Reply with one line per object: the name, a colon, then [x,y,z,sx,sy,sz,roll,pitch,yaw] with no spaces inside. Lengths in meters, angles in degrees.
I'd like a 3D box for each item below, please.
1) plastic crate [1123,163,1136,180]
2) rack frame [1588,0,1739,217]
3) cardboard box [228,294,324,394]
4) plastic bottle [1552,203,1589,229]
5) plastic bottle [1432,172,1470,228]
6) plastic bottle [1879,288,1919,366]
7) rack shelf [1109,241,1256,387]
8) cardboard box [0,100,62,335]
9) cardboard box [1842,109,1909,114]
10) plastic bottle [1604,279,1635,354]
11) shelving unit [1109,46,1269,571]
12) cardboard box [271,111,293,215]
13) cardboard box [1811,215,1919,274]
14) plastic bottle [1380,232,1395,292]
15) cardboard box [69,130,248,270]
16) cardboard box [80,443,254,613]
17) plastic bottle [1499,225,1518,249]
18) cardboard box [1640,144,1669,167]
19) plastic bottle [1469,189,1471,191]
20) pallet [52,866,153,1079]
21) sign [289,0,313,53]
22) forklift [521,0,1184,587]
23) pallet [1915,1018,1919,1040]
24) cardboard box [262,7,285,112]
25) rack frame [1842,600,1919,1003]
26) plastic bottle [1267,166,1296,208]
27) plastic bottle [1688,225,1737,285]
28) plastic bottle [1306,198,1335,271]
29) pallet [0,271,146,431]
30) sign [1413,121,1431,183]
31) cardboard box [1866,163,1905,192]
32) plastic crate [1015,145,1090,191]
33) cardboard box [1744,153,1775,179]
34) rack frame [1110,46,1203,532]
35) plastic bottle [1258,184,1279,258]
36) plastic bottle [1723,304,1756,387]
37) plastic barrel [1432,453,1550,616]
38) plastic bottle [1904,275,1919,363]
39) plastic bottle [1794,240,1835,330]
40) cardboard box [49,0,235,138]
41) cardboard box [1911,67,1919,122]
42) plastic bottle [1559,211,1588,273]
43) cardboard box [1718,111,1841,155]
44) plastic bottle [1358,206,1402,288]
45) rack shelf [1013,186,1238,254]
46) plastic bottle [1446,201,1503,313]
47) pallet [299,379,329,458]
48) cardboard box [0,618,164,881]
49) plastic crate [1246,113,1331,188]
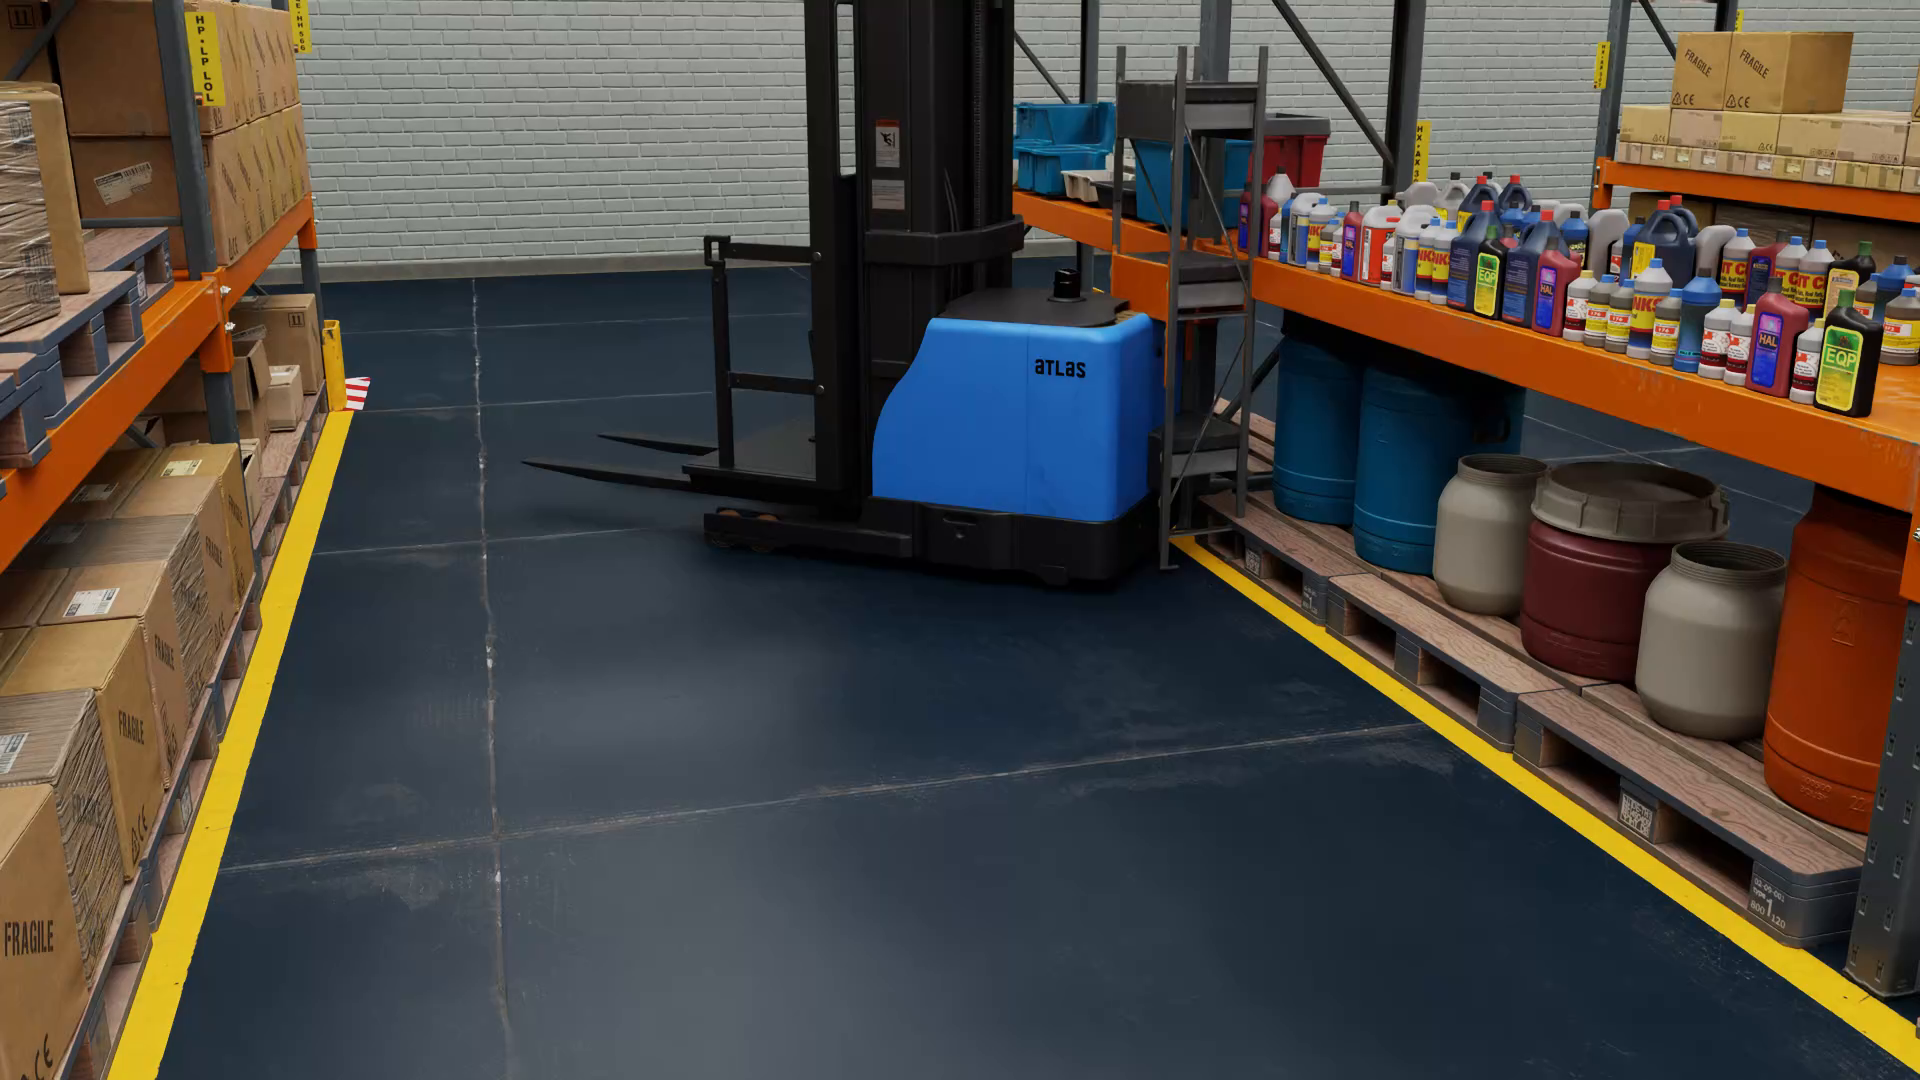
plastic crate: [1.076,-2.084,9.531,0.298,0.136,0.250,-5,17,-15]
rack frame: [5.175,-3.022,12.297,1.000,3.000,0.127,-5,17,-15]
cardboard box: [-3.965,-1.122,9.554,0.500,0.500,0.500,-5,17,-15]
plastic bottle: [2.207,-1.103,6.126,0.152,0.276,0.135,-5,17,-15]
plastic bottle: [1.940,-1.260,6.519,0.144,0.351,0.185,-5,17,-15]
plastic bottle: [2.561,-0.580,4.515,0.097,0.201,0.097,0,17,0]
rack shelf: [0.923,-0.954,6.944,0.431,0.518,0.480,-7,18,-22]
cardboard box: [-2.502,-0.709,3.694,0.700,0.500,0.500,-1,17,-5]
cardboard box: [5.842,-2.698,10.964,0.500,0.250,0.500,-5,18,-17]
plastic bottle: [1.878,-0.632,4.687,0.097,0.201,0.097,0,17,0]
shelving unit: [0.923,-0.967,6.940,0.431,2.100,0.503,-7,18,-22]
cardboard box: [-3.689,-1.903,8.401,0.500,0.500,0.500,-5,17,-15]
cardboard box: [5.922,-1.537,10.317,0.875,0.875,0.875,-5,17,-15]
plastic bottle: [1.533,-0.980,5.846,0.097,0.201,0.097,0,17,0]
cardboard box: [-3.130,-1.343,6.537,0.500,0.500,0.500,-4,17,-14]
cardboard box: [-2.841,-0.033,5.927,0.500,0.500,0.500,-5,17,-16]
plastic bottle: [1.747,-0.848,5.265,0.061,0.283,0.133,-5,17,-15]
cardboard box: [5.027,-2.706,11.684,0.380,0.149,0.250,-5,17,-16]
plastic bottle: [2.031,-1.280,6.714,0.152,0.276,0.135,-5,17,-15]
pallet: [-2.322,1.099,3.425,1.003,0.211,1.213,-5,17,-15]
sign: [-3.812,-2.984,9.609,0.100,0.325,0.005,-5,17,-15]
forklift: [-0.576,-1.477,7.274,3.031,2.935,1.130,7,18,23]
pallet: [2.787,1.136,3.304,1.003,0.211,1.213,-5,17,-15]
cardboard box: [-3.678,-2.382,8.256,0.500,0.500,0.500,-4,17,-14]
rack frame: [2.611,-0.417,3.627,1.000,3.000,0.127,-5,17,-15]
plastic bottle: [1.308,-1.366,6.871,0.144,0.351,0.185,-5,17,-15]
plastic bottle: [2.422,-0.887,5.405,0.152,0.276,0.135,-5,17,-15]
plastic bottle: [1.379,-1.168,6.351,0.097,0.271,0.097,0,17,0]
pallet: [-2.692,-0.472,4.144,1.003,0.211,1.213,-5,17,-15]
sign: [2.041,-1.699,7.413,0.100,0.325,0.005,-5,17,-15]
cardboard box: [5.592,-2.138,9.792,0.380,0.149,0.250,-4,17,-14]
plastic crate: [0.526,-2.120,9.483,0.416,0.233,0.300,-5,17,-15]
cardboard box: [5.311,-2.422,10.736,0.380,0.149,0.250,-5,17,-16]
rack frame: [0.826,-1.030,7.155,0.400,2.100,0.015,-7,18,-22]
plastic bottle: [1.239,-1.296,6.754,0.061,0.283,0.133,-5,17,-15]
plastic bottle: [2.012,-0.497,4.239,0.097,0.201,0.097,0,17,0]
plastic barrel: [1.909,-0.022,5.907,0.421,0.512,0.421,0,17,0]
plastic bottle: [2.676,-0.631,4.554,0.152,0.276,0.135,-5,17,-15]
plastic bottle: [2.570,-0.764,5.004,0.097,0.271,0.097,0,17,0]
cardboard box: [-3.111,-1.812,6.360,0.500,0.500,0.500,-4,17,-14]
cardboard box: [5.757,-2.590,9.300,0.500,0.500,0.500,-5,17,-15]
plastic bottle: [2.156,-1.022,5.863,0.097,0.271,0.097,0,17,0]
cardboard box: [5.331,-2.656,10.822,0.500,0.250,0.500,-5,18,-17]
plastic bottle: [1.527,-1.050,5.949,0.152,0.276,0.135,-5,17,-15]
rack shelf: [0.962,-1.732,9.255,1.077,0.370,4.000,-5,17,-15]
plastic bottle: [1.684,-0.923,5.397,0.144,0.351,0.185,-5,17,-15]
pallet: [-4.110,-0.662,9.291,1.003,0.211,1.213,-5,17,-15]
cardboard box: [-2.285,0.528,4.061,0.500,0.500,0.500,-5,17,-16]
plastic crate: [1.507,-1.850,8.181,0.402,0.464,0.583,-5,17,-15]
